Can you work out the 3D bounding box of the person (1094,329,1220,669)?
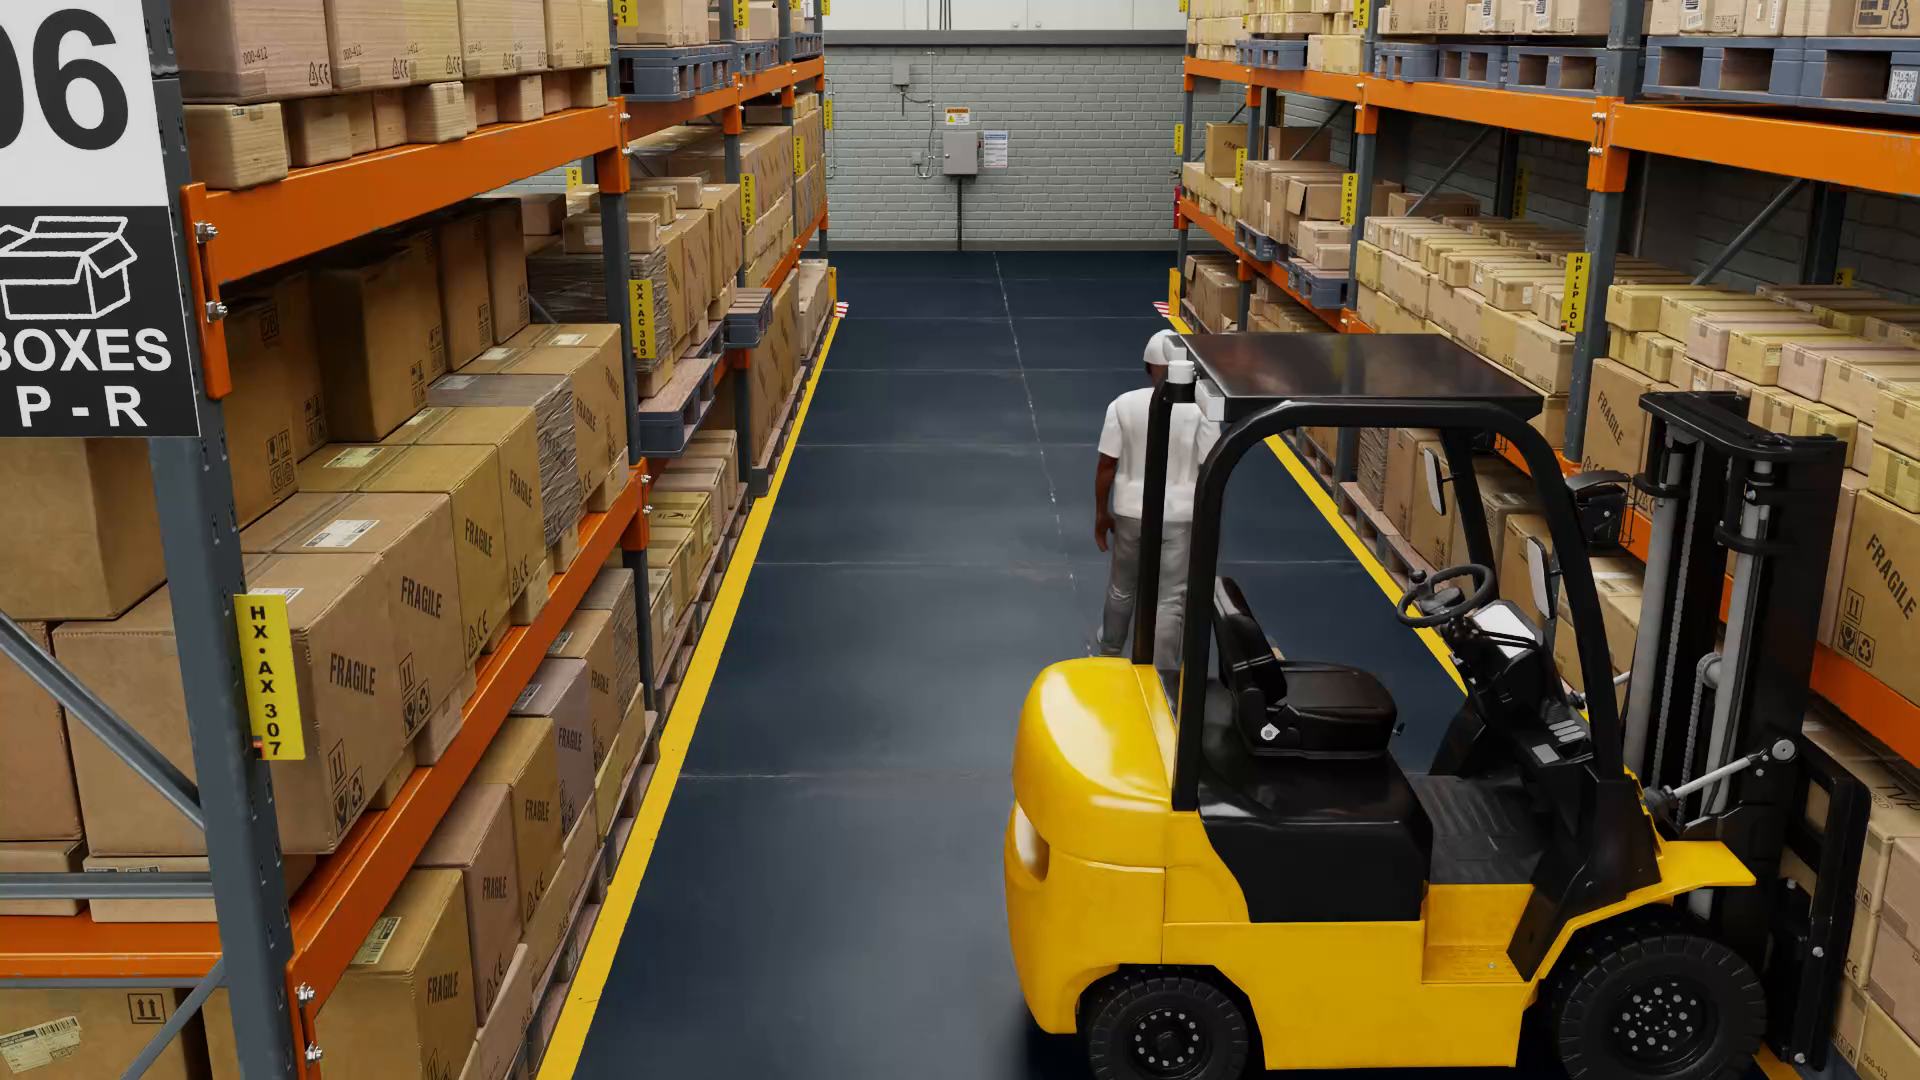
[{"bbox_3d":[0.915,-0.149,7.951,0.687,1.729,0.827,6,18,20],"label":"person"}]
